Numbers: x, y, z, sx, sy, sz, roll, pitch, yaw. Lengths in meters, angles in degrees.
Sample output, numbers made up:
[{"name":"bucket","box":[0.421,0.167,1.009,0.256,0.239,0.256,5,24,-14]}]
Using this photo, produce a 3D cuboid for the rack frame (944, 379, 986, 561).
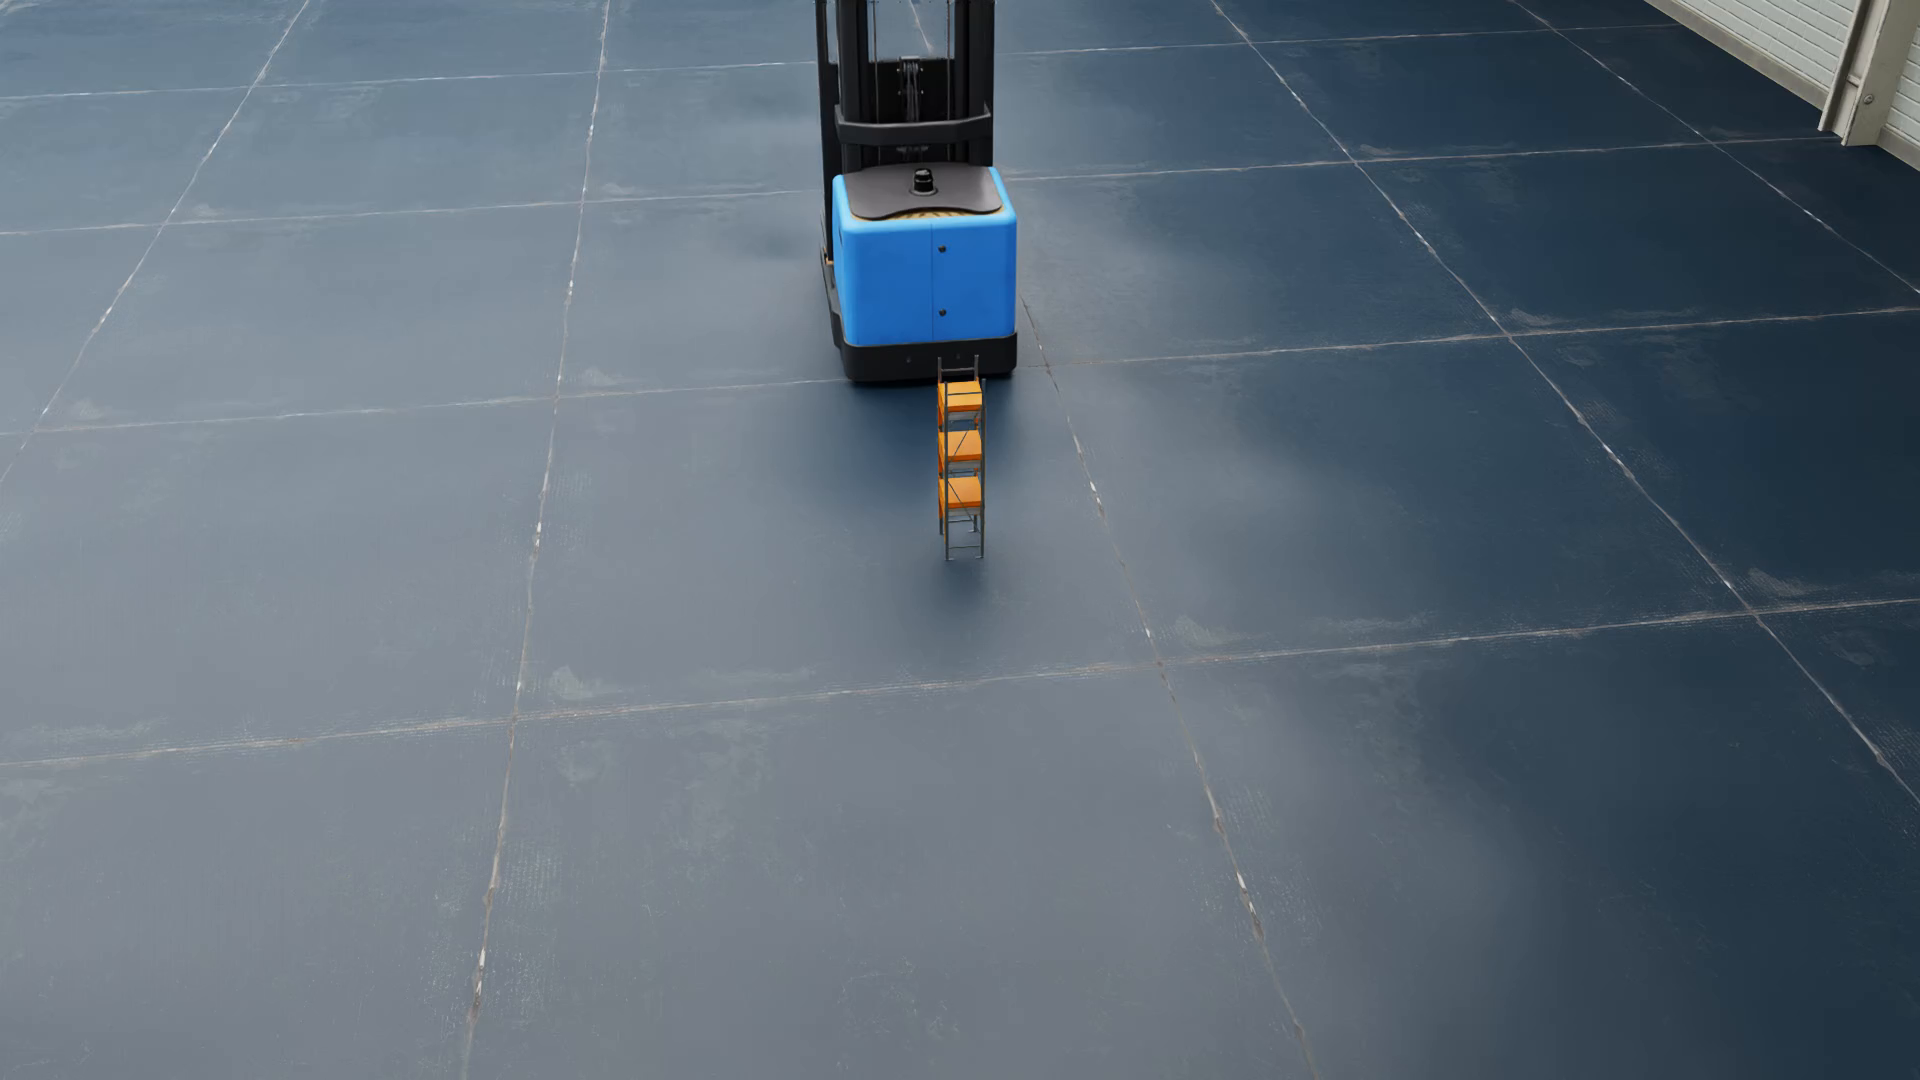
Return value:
[{"name":"rack frame","box":[0.024,-0.336,8.311,0.200,1.050,0.008,-4,35,-6]}]

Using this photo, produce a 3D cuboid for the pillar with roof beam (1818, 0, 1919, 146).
[{"name":"pillar with roof beam","box":[2.996,-6.693,10.581,9.100,9.000,0.400,-4,35,-6]}]

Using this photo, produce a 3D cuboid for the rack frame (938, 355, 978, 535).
[{"name":"rack frame","box":[-0.009,-0.472,8.510,0.200,1.050,0.008,-4,35,-6]}]

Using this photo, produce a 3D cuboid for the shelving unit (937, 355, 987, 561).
[{"name":"shelving unit","box":[0.007,-0.404,8.411,0.215,1.050,0.252,-4,35,-6]}]

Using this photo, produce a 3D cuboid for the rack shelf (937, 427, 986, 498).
[{"name":"rack shelf","box":[0.007,-0.395,8.416,0.215,0.259,0.240,-4,35,-6]}]

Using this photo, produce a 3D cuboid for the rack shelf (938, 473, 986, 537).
[{"name":"rack shelf","box":[0.007,-0.166,8.573,0.215,0.259,0.240,-4,35,-6]}]

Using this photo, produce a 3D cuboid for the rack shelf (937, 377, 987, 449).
[{"name":"rack shelf","box":[0.007,-0.630,8.257,0.215,0.259,0.240,-4,35,-6]}]

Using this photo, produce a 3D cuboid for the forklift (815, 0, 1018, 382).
[{"name":"forklift","box":[-0.368,-2.981,10.521,1.130,2.935,3.031,-4,35,-7]}]
